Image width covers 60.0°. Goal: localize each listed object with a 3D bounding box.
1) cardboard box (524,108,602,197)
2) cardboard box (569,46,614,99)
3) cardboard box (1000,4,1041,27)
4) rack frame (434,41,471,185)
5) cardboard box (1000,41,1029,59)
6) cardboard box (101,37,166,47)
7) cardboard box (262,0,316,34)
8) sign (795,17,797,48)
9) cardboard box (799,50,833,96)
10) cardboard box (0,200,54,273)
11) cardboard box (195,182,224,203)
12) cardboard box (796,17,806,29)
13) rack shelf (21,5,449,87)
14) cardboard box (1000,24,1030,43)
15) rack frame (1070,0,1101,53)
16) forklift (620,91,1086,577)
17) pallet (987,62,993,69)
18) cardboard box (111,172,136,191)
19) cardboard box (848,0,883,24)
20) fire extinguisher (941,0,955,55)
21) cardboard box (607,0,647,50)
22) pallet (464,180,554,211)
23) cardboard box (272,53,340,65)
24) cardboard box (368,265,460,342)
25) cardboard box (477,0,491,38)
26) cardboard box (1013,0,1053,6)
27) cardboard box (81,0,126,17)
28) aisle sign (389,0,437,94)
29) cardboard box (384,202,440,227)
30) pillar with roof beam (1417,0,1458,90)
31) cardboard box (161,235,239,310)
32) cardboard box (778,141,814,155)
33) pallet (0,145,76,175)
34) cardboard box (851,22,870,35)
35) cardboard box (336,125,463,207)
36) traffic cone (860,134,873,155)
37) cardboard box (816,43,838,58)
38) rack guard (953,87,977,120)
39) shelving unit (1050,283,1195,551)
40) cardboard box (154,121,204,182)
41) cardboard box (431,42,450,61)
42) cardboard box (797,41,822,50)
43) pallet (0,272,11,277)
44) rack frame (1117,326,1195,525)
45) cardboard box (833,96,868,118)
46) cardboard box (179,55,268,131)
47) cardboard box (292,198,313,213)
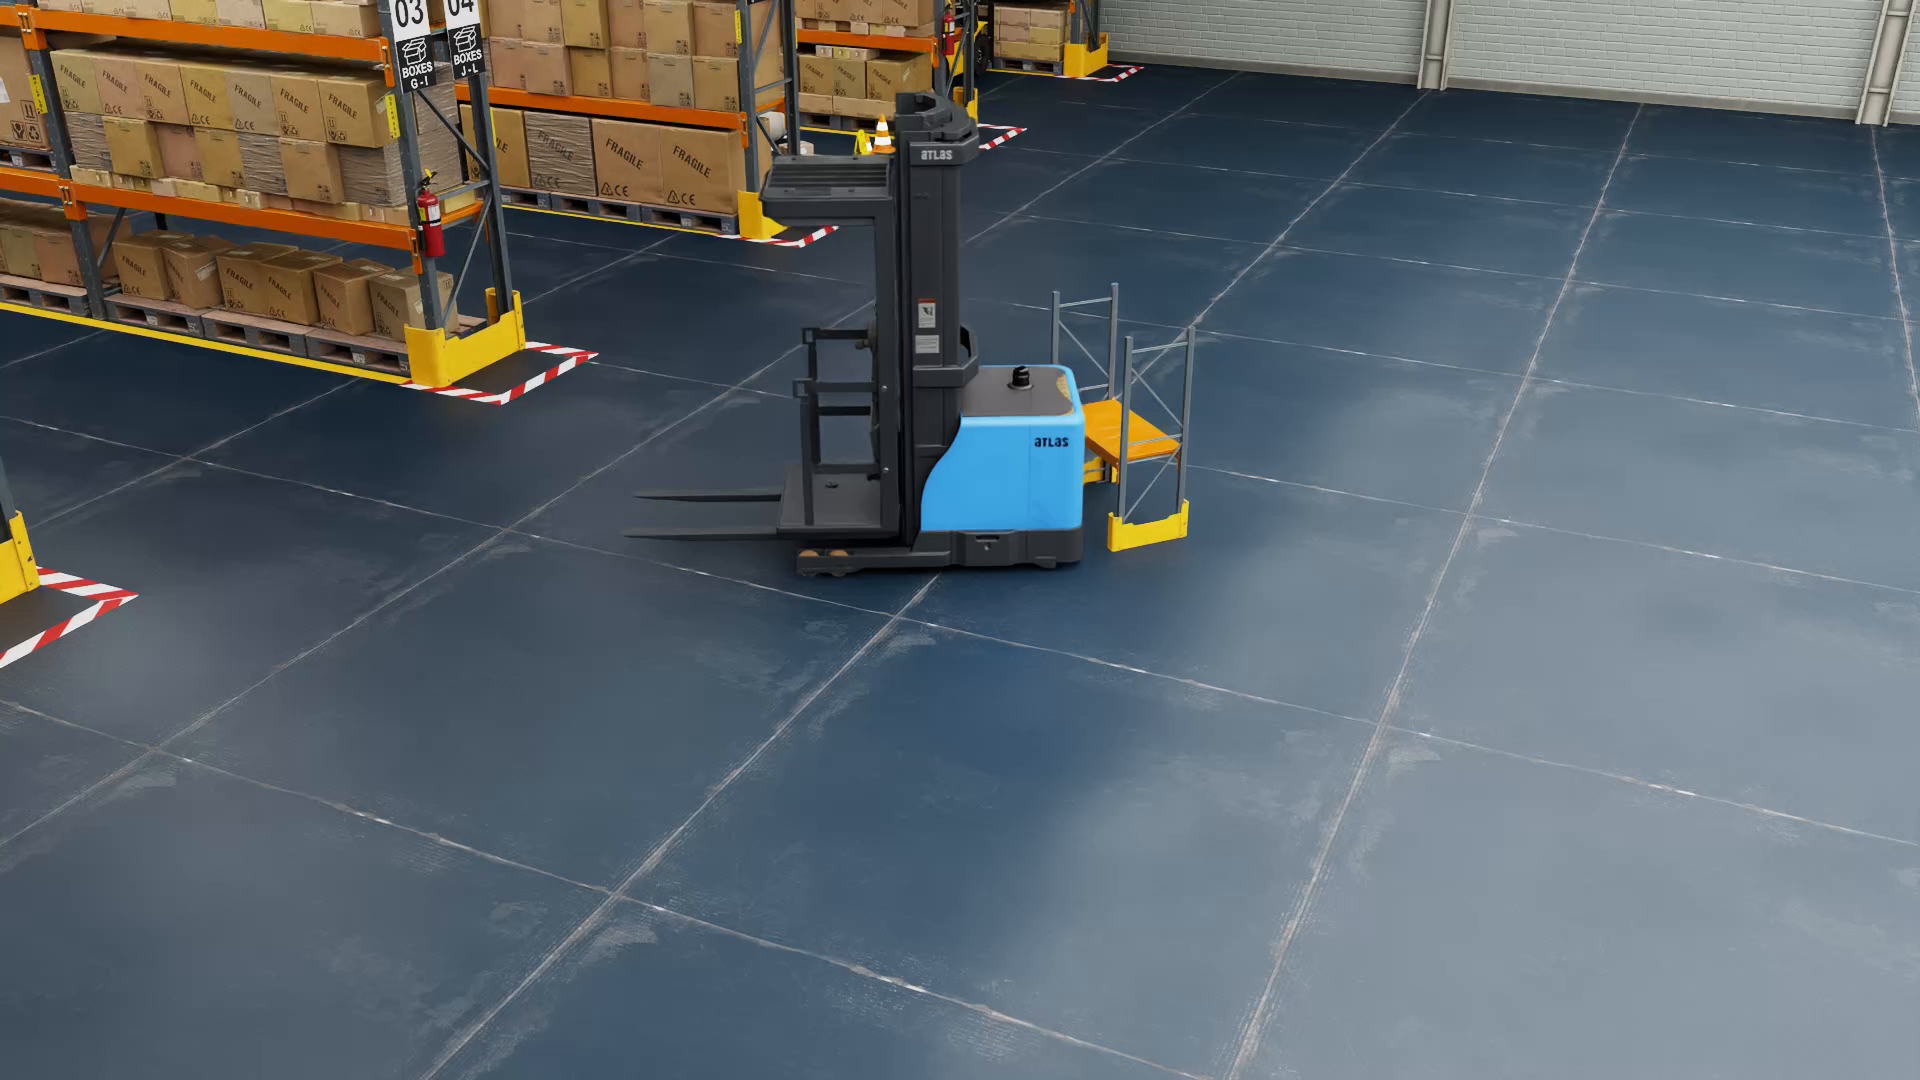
[{"bbox_3d":[-4.304,-4.495,18.984,0.875,0.875,0.875,12,28,22],"label":"cardboard box"},{"bbox_3d":[-3.852,-5.277,18.472,0.500,0.550,0.875,11,28,22],"label":"cardboard box"},{"bbox_3d":[0.964,-8.294,26.275,0.500,0.250,0.500,12,29,23],"label":"cardboard box"},{"bbox_3d":[-5.670,-5.566,19.230,0.127,3.000,1.000,11,28,22],"label":"rack frame"},{"bbox_3d":[0.972,-7.849,26.503,0.500,0.250,0.500,11,28,22],"label":"cardboard box"},{"bbox_3d":[-7.292,-4.246,14.966,0.500,0.500,0.500,11,28,22],"label":"cardboard box"},{"bbox_3d":[-5.174,-4.214,13.256,0.500,0.250,0.500,12,28,22],"label":"cardboard box"},{"bbox_3d":[-1.794,-5.481,17.987,0.005,0.325,0.100,11,28,22],"label":"sign"},{"bbox_3d":[-1.842,-6.366,22.642,0.500,0.500,0.500,11,28,21],"label":"cardboard box"},{"bbox_3d":[-9.301,-2.984,16.317,0.500,0.500,0.700,9,28,17],"label":"cardboard box"},{"bbox_3d":[-6.373,-3.049,14.400,0.250,0.149,0.380,11,28,22],"label":"cardboard box"},{"bbox_3d":[-2.157,-7.003,22.433,0.250,0.149,0.380,11,28,22],"label":"cardboard box"},{"bbox_3d":[-5.995,-4.248,13.970,4.000,0.370,1.077,11,28,22],"label":"rack shelf"},{"bbox_3d":[0.955,-8.079,26.404,0.500,0.250,0.500,11,28,21],"label":"cardboard box"},{"bbox_3d":[1.980,-8.840,25.880,0.127,3.000,1.000,11,28,22],"label":"rack frame"},{"bbox_3d":[-0.719,-1.315,10.672,3.031,2.935,1.130,-1,26,-2],"label":"forklift"},{"bbox_3d":[0.159,-7.936,27.200,1.213,0.211,1.003,11,28,22],"label":"pallet"},{"bbox_3d":[-7.283,-3.232,14.773,0.250,0.149,0.380,11,28,22],"label":"cardboard box"},{"bbox_3d":[-1.134,-7.104,21.903,0.500,0.500,0.500,11,28,22],"label":"cardboard box"},{"bbox_3d":[-0.158,-6.603,21.423,0.183,0.674,0.296,11,28,22],"label":"fire extinguisher"},{"bbox_3d":[-3.343,-5.691,18.090,0.550,0.550,0.875,11,28,22],"label":"cardboard box"},{"bbox_3d":[-5.010,-4.145,19.499,1.213,0.211,1.003,11,28,22],"label":"pallet"},{"bbox_3d":[-5.470,-3.881,14.225,0.500,0.500,0.500,11,28,22],"label":"cardboard box"},{"bbox_3d":[-4.735,-2.047,14.436,0.500,0.500,0.500,17,31,31],"label":"cardboard box"},{"bbox_3d":[-5.348,-6.037,18.793,0.550,0.550,0.875,11,28,22],"label":"cardboard box"},{"bbox_3d":[1.164,-8.498,26.689,0.500,0.250,0.500,11,28,22],"label":"cardboard box"},{"bbox_3d":[-7.028,-4.589,14.019,0.500,0.250,0.500,11,28,21],"label":"cardboard box"},{"bbox_3d":[-4.242,-3.894,12.889,0.004,0.787,0.394,11,28,22],"label":"aisle sign"},{"bbox_3d":[-4.519,-2.716,13.724,0.250,0.149,0.380,11,28,22],"label":"cardboard box"},{"bbox_3d":[5.399,-9.194,19.805,0.400,9.000,9.100,11,28,22],"label":"pillar with roof beam"},{"bbox_3d":[-6.943,-2.467,15.288,0.500,0.500,0.500,22,34,38],"label":"cardboard box"},{"bbox_3d":[-2.100,-4.992,21.291,0.380,0.149,0.250,-18,31,-31],"label":"cardboard box"},{"bbox_3d":[-8.451,-3.703,15.662,1.213,0.211,1.003,11,28,22],"label":"pallet"},{"bbox_3d":[-1.249,-6.806,22.031,0.250,0.149,0.380,12,29,23],"label":"cardboard box"},{"bbox_3d":[-4.663,-3.149,13.870,0.500,0.500,0.875,11,28,22],"label":"cardboard box"},{"bbox_3d":[-1.147,-4.757,20.458,0.334,0.463,0.336,11,28,22],"label":"traffic cone"},{"bbox_3d":[-1.738,-6.604,22.391,0.250,0.149,0.380,13,29,24],"label":"cardboard box"},{"bbox_3d":[-0.141,-5.736,22.405,0.348,0.500,1.175,11,28,22],"label":"rack guard"},{"bbox_3d":[1.068,-0.864,11.376,0.587,1.500,1.083,-11,28,-21],"label":"shelving unit"},{"bbox_3d":[-6.494,-3.505,14.593,0.500,0.500,0.875,11,28,22],"label":"cardboard box"},{"bbox_3d":[-6.256,-5.599,19.183,0.500,0.500,0.500,11,28,21],"label":"cardboard box"},{"bbox_3d":[-2.135,-6.681,23.282,0.500,0.500,0.500,13,29,24],"label":"cardboard box"},{"bbox_3d":[-9.639,-2.704,16.572,1.213,0.211,1.003,11,28,22],"label":"pallet"},{"bbox_3d":[1.279,-0.655,10.952,0.500,1.500,0.032,-11,28,-21],"label":"rack frame"},{"bbox_3d":[-1.387,-5.936,22.618,0.500,0.250,0.500,11,28,22],"label":"cardboard box"},{"bbox_3d":[-6.140,-3.764,13.986,0.500,0.500,0.500,11,28,22],"label":"cardboard box"},{"bbox_3d":[-5.427,-2.901,14.100,0.250,0.149,0.380,11,28,22],"label":"cardboard box"}]
